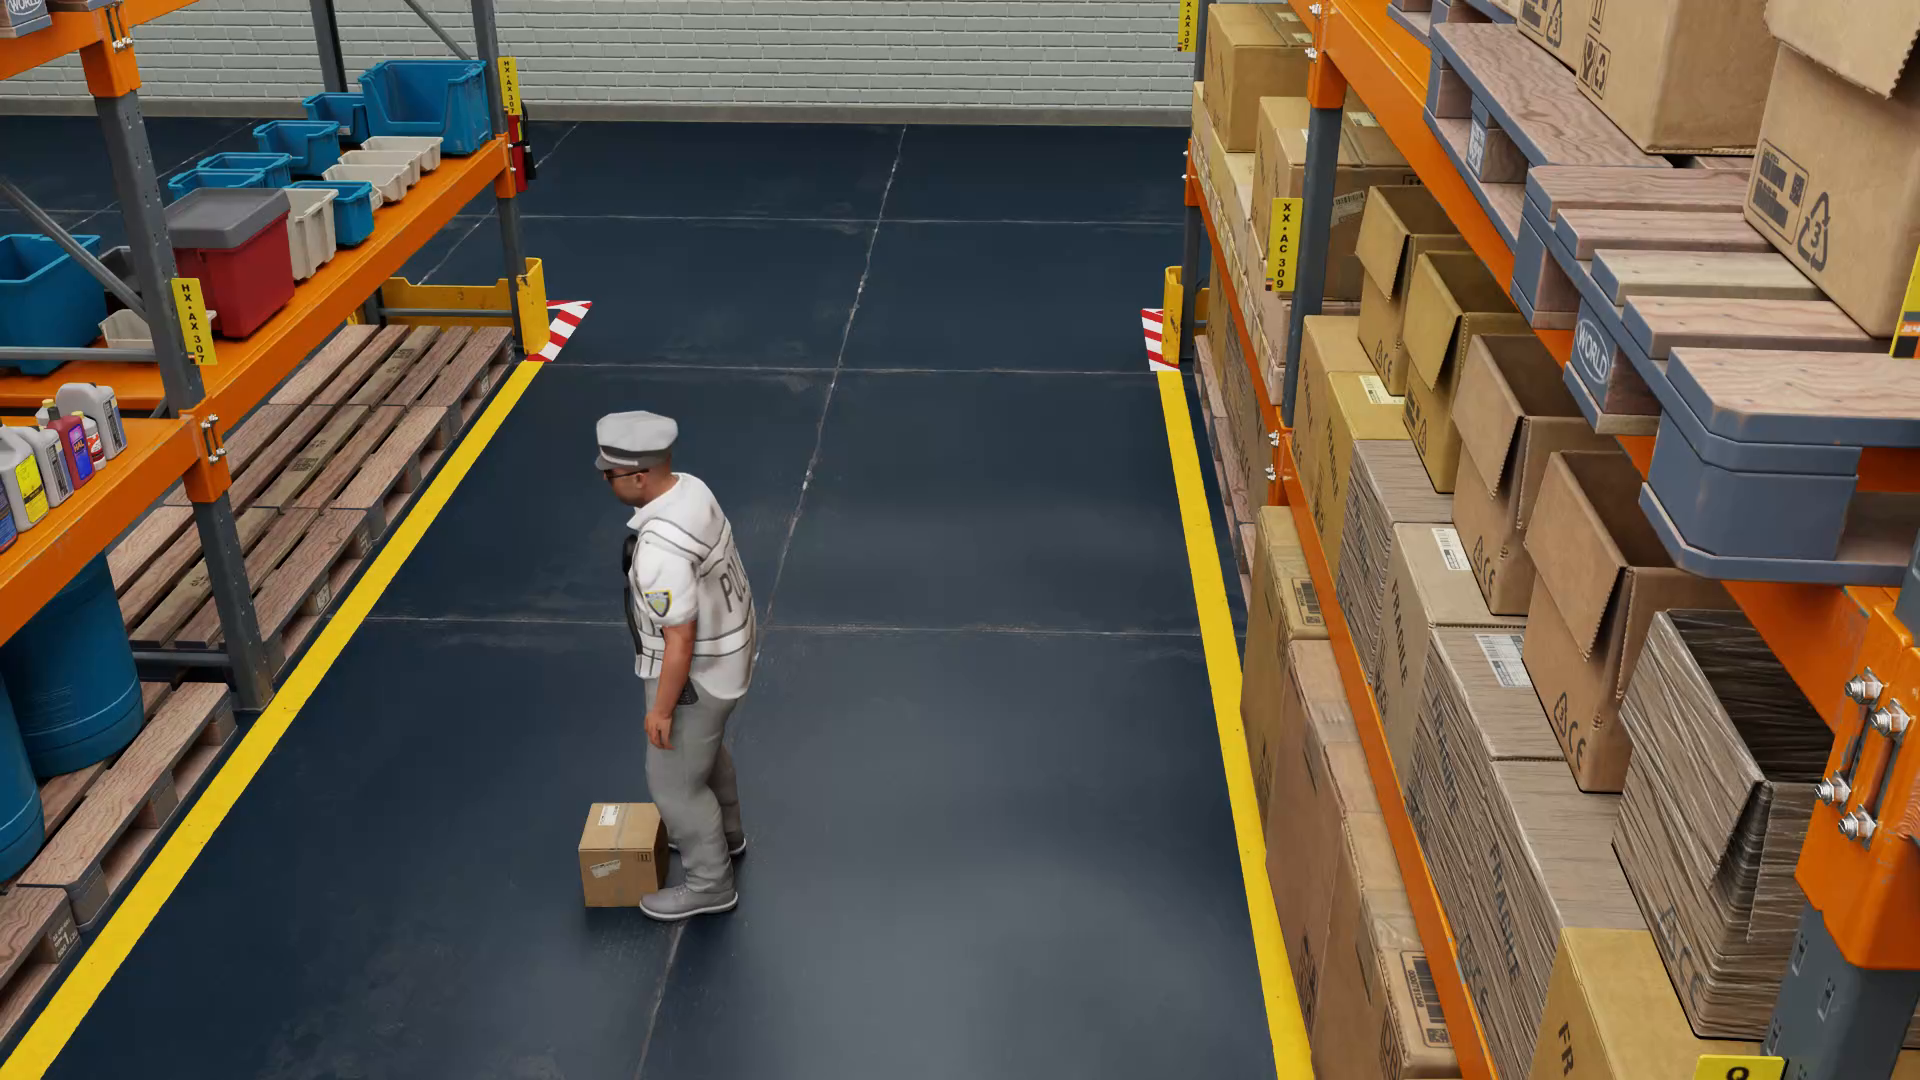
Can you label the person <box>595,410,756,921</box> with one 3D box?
[{"bbox_3d":[-0.872,0.411,5.333,0.435,1.748,0.591,1,28,1],"label":"person"}]
